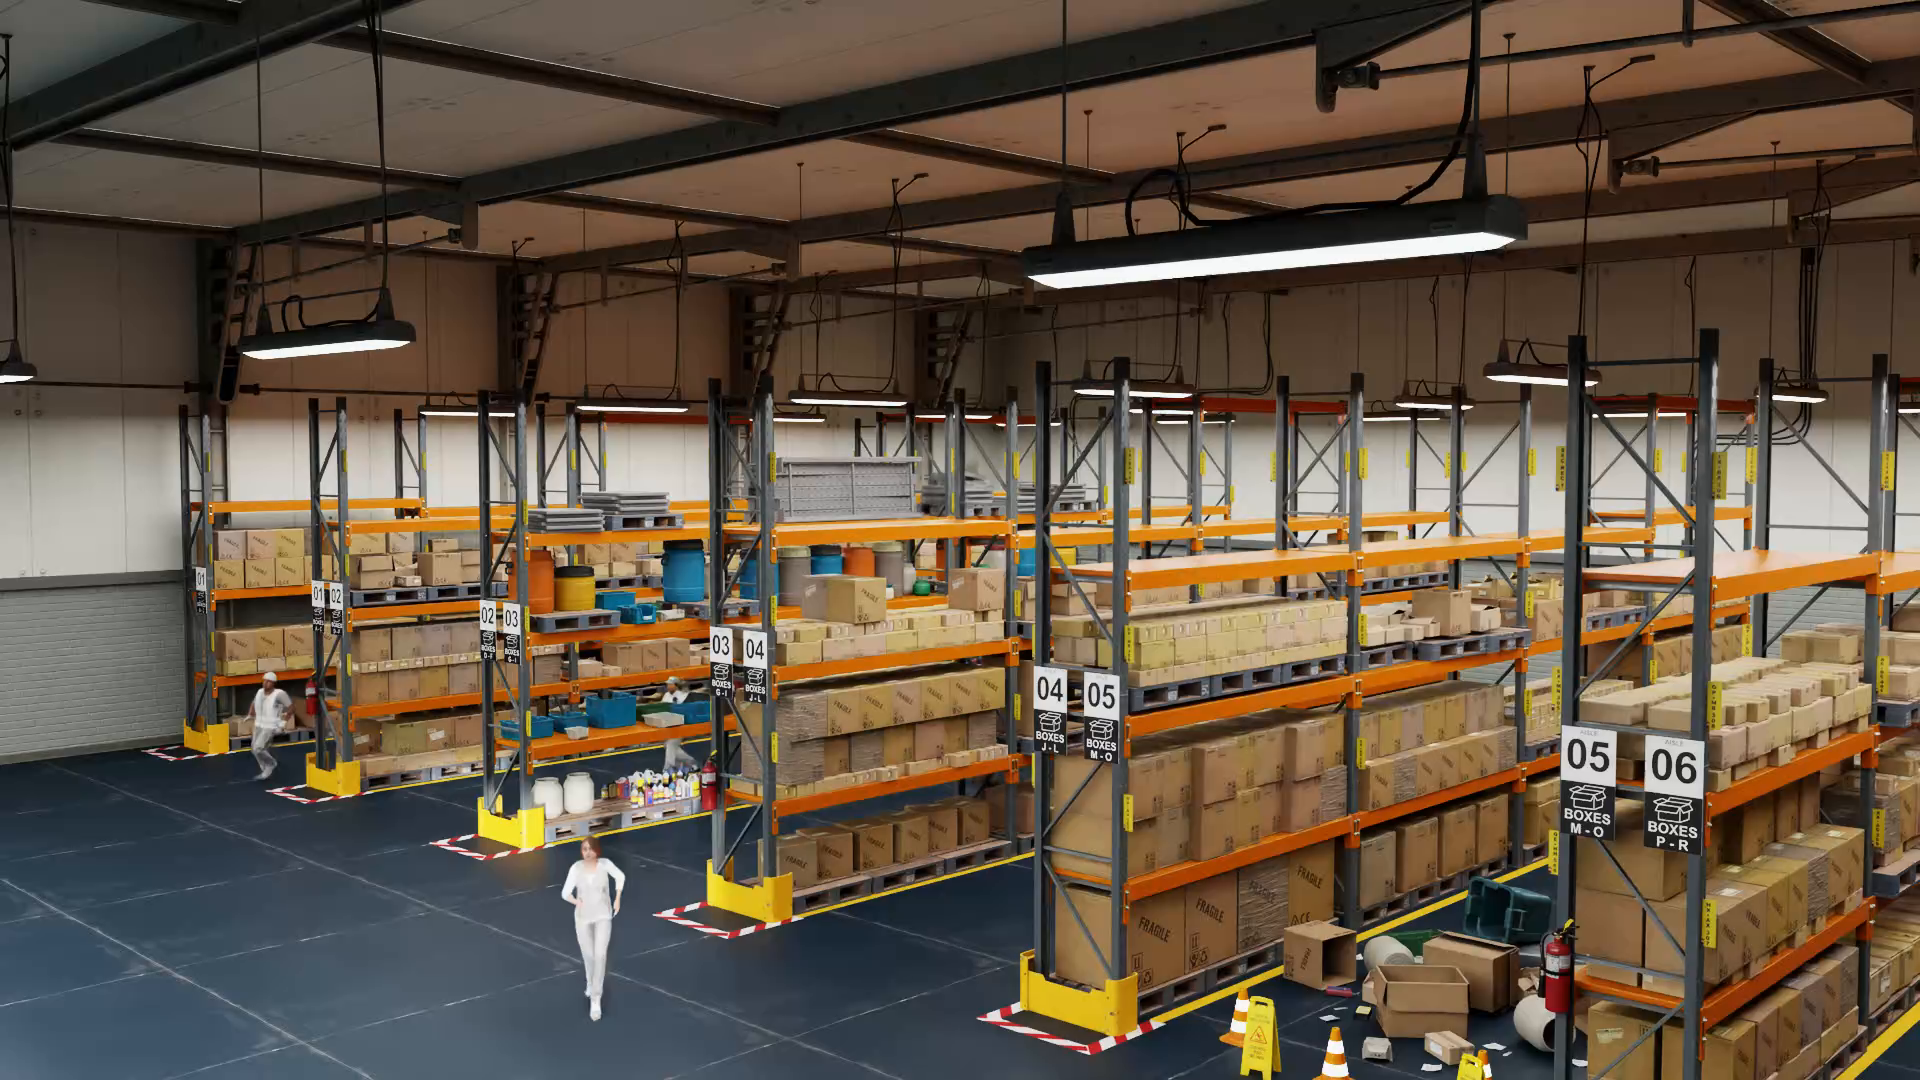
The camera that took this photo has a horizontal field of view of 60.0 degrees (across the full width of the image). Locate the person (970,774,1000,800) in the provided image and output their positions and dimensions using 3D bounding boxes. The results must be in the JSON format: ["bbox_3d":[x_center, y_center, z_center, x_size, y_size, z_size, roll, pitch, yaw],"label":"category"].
[{"bbox_3d":[0.384,3.063,23.912,0.669,1.688,0.789,3,4,41],"label":"person"}]

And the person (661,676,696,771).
[{"bbox_3d":[-4.448,2.950,25.931,0.606,1.662,0.943,3,4,40],"label":"person"}]

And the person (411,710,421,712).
[{"bbox_3d":[-9.306,2.830,28.746,0.618,1.687,0.781,2,4,36],"label":"person"}]

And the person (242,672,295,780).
[{"bbox_3d":[-10.874,2.929,26.040,0.747,1.725,0.547,1,3,25],"label":"person"}]

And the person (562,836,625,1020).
[{"bbox_3d":[-3.412,3.557,15.464,0.544,1.630,0.724,0,3,-3],"label":"person"}]
